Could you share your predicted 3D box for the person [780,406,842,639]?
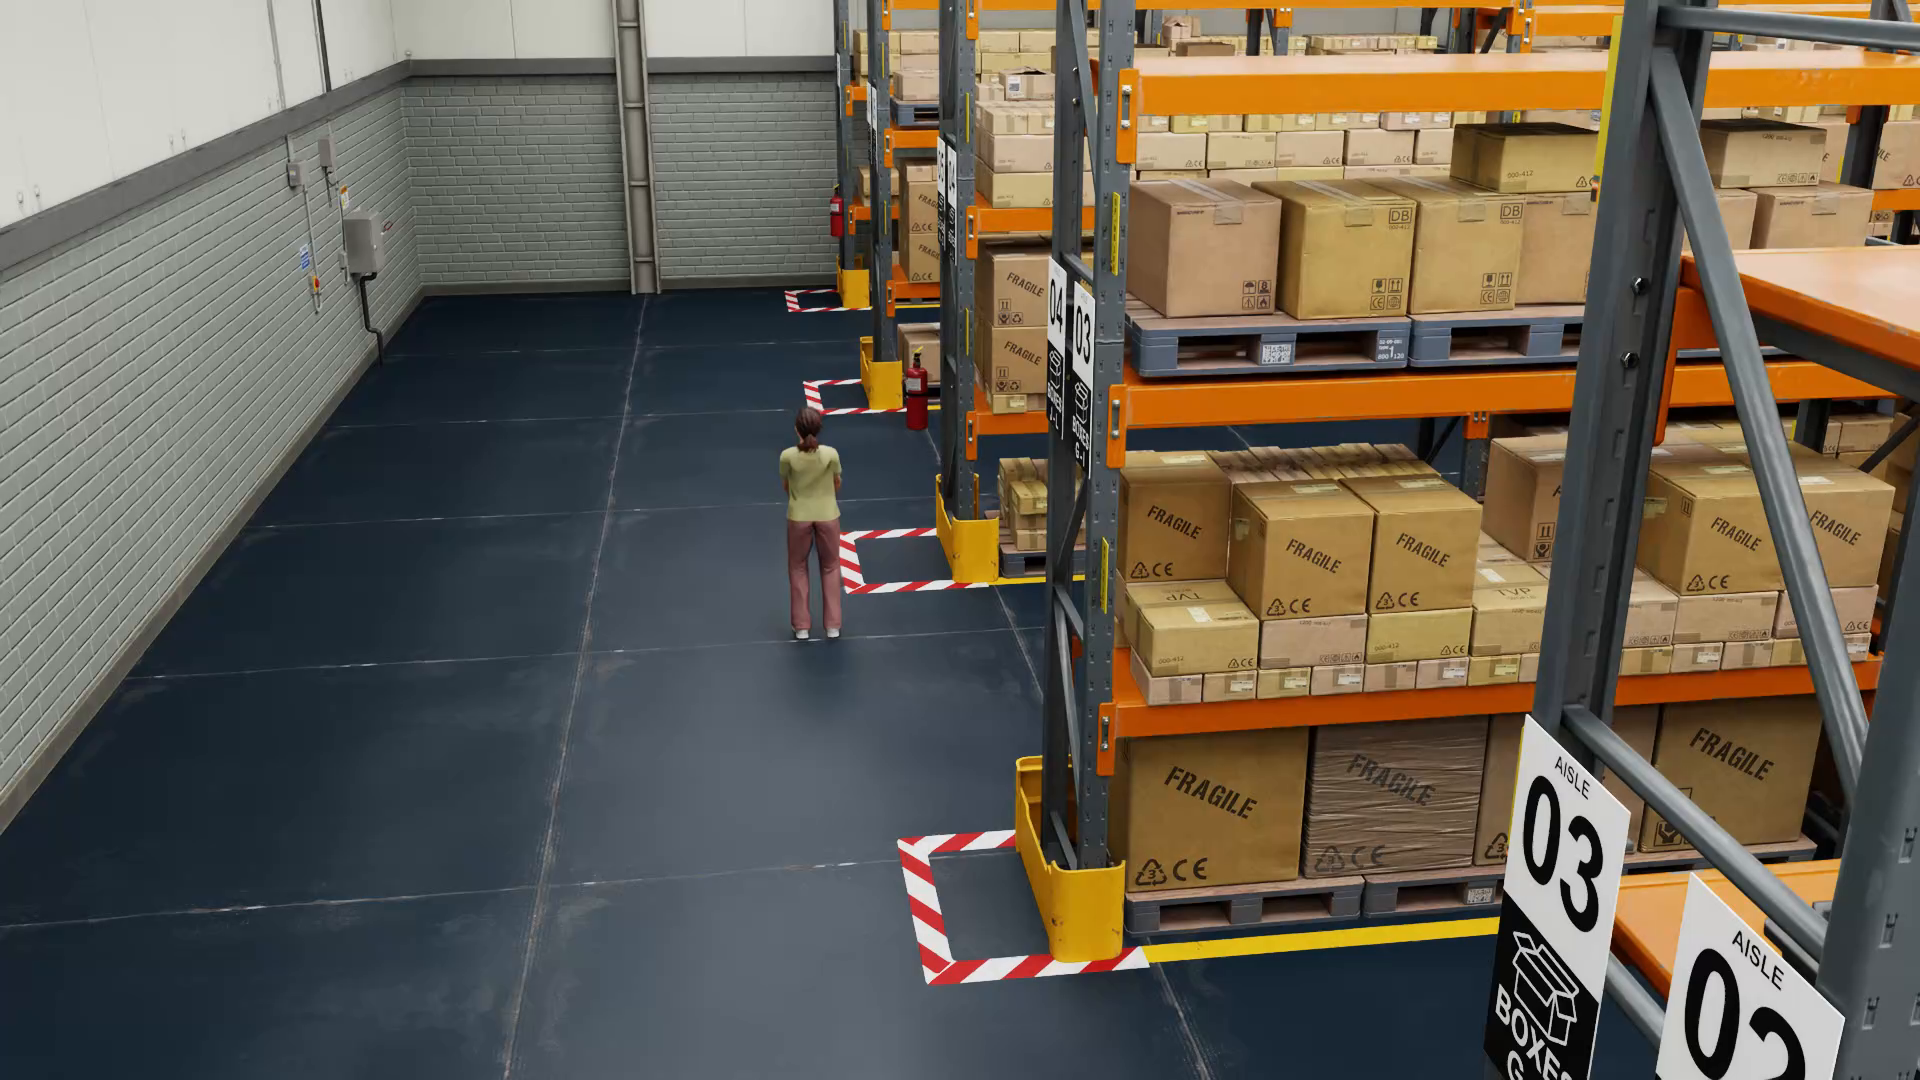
[{"bbox_3d":[-1.022,-0.147,11.497,0.425,1.665,0.556,-2,20,-6],"label":"person"}]
